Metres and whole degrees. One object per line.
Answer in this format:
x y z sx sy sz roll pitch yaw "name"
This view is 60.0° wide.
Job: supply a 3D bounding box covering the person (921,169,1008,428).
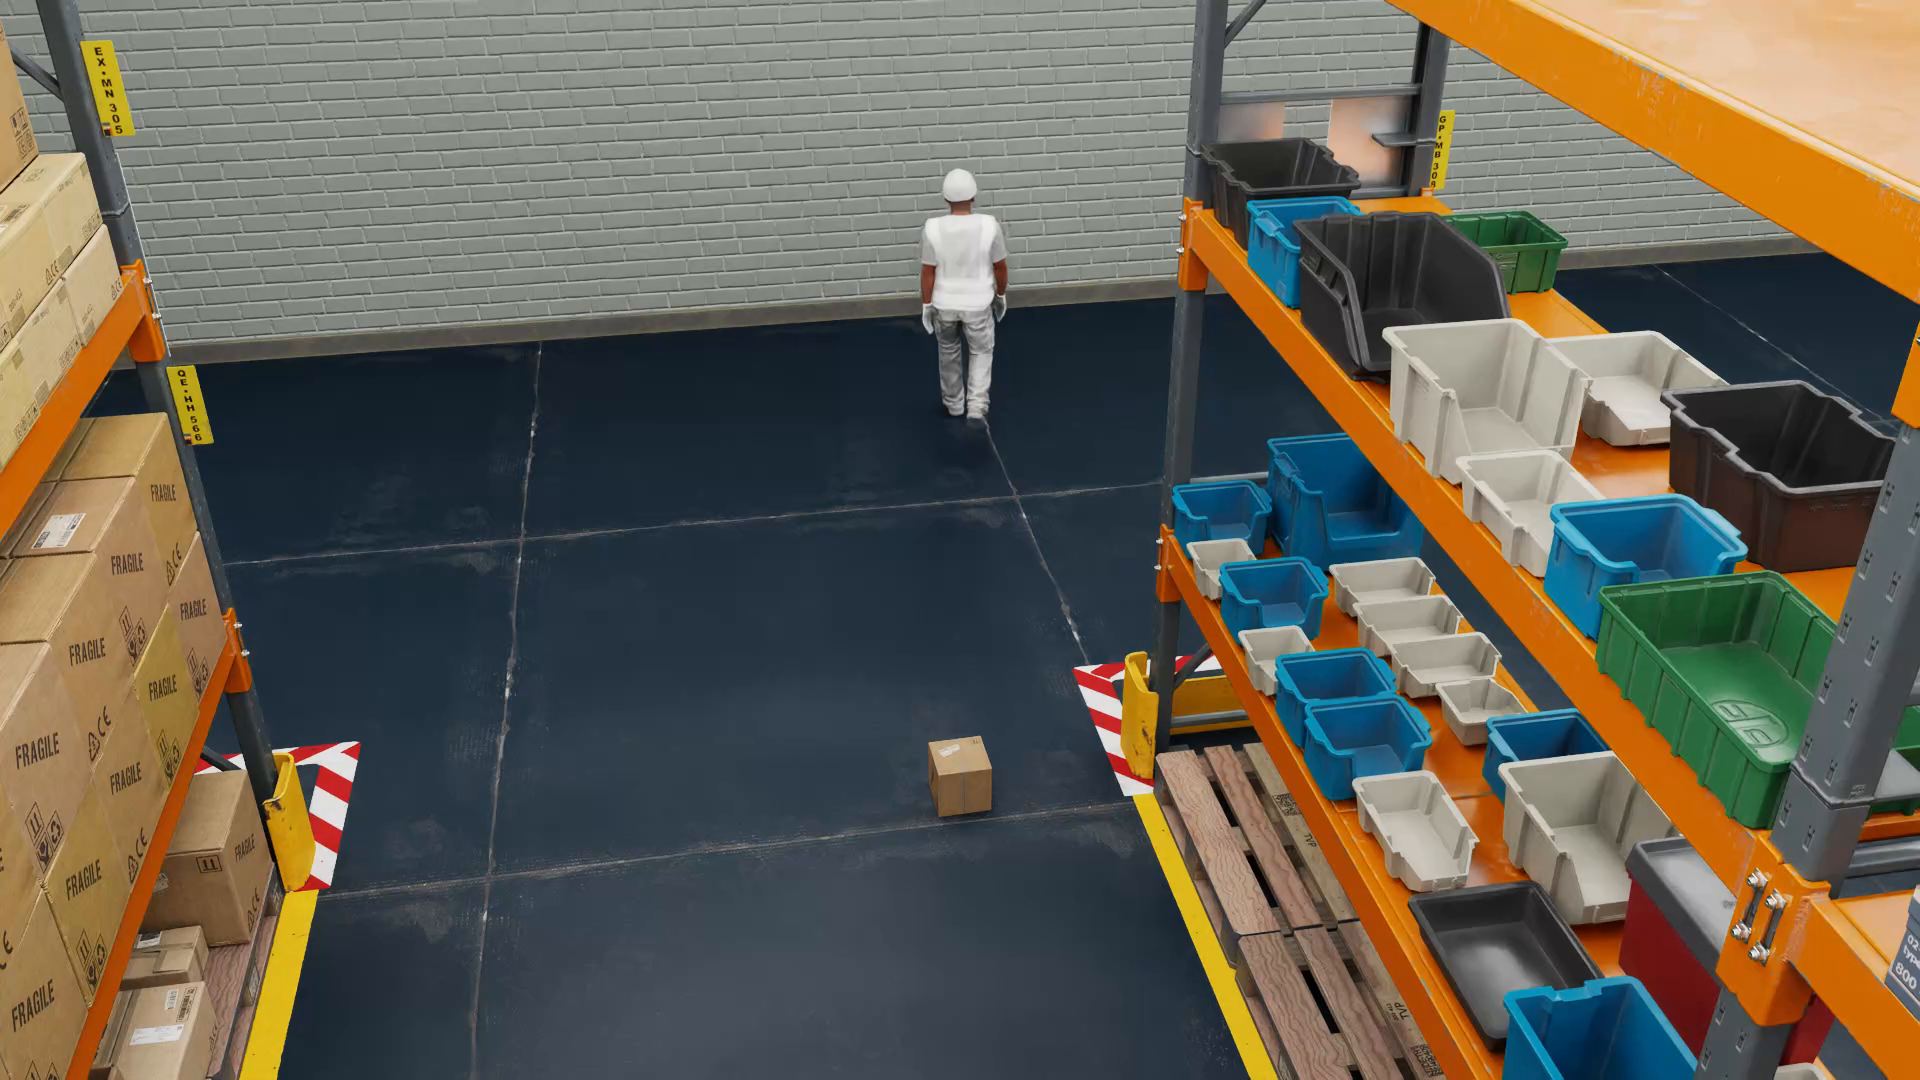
0.028 -1.532 10.717 0.553 1.761 0.854 1 30 2 "person"
